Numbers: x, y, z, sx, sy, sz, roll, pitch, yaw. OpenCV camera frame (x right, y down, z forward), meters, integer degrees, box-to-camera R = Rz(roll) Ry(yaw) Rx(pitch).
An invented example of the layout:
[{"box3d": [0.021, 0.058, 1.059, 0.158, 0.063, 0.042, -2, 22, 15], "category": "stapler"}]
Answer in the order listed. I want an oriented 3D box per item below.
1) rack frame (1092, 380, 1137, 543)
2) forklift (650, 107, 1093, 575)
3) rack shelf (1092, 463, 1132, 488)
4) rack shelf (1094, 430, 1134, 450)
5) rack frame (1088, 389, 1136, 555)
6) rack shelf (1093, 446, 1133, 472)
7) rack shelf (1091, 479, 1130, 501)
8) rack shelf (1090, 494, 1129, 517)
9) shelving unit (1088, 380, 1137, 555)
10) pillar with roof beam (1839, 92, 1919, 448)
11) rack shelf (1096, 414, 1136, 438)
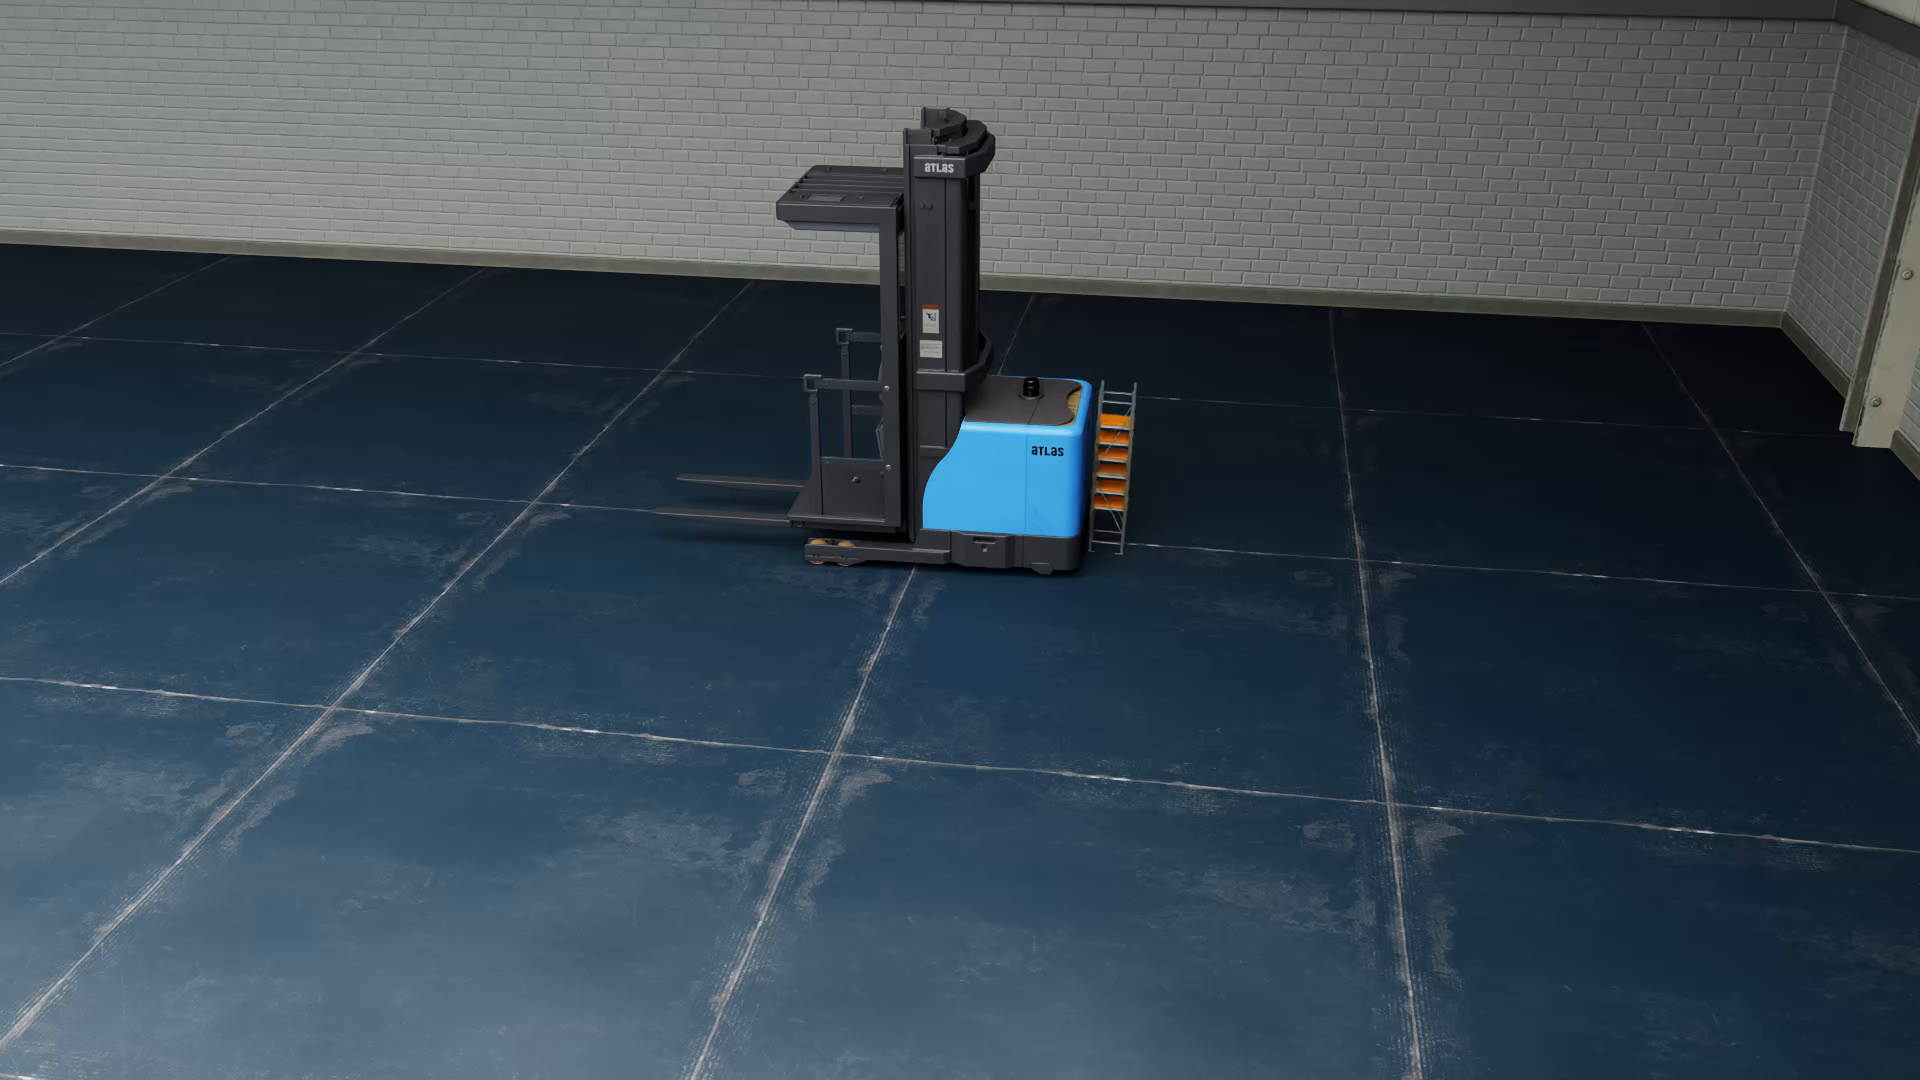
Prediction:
[{"box3d": [1.055, -0.526, 11.449, 0.240, 1.200, 0.006, 5, 26, 7], "category": "rack frame"}, {"box3d": [-0.624, -1.366, 11.212, 3.031, 2.935, 1.130, 4, 25, 8], "category": "forklift"}, {"box3d": [1.040, -0.448, 11.387, 0.258, 0.103, 0.180, 5, 26, 7], "category": "rack shelf"}, {"box3d": [1.047, -0.664, 11.284, 0.258, 0.103, 0.180, 5, 26, 7], "category": "rack shelf"}, {"box3d": [1.027, -0.449, 11.286, 0.240, 1.200, 0.006, 5, 26, 7], "category": "rack frame"}, {"box3d": [1.043, -0.556, 11.335, 0.258, 0.103, 0.180, 5, 26, 7], "category": "rack shelf"}, {"box3d": [1.036, -0.339, 11.438, 0.258, 0.103, 0.180, 5, 26, 7], "category": "rack shelf"}, {"box3d": [1.033, -0.231, 11.489, 0.258, 0.103, 0.180, 5, 26, 7], "category": "rack shelf"}, {"box3d": [1.041, -0.488, 11.367, 0.258, 1.200, 0.189, 5, 26, 7], "category": "shelving unit"}, {"box3d": [3.121, -5.201, 12.247, 9.100, 9.000, 0.400, 4, 25, 9], "category": "pillar with roof beam"}, {"box3d": [1.050, -0.773, 11.232, 0.258, 0.103, 0.180, 5, 26, 7], "category": "rack shelf"}]
